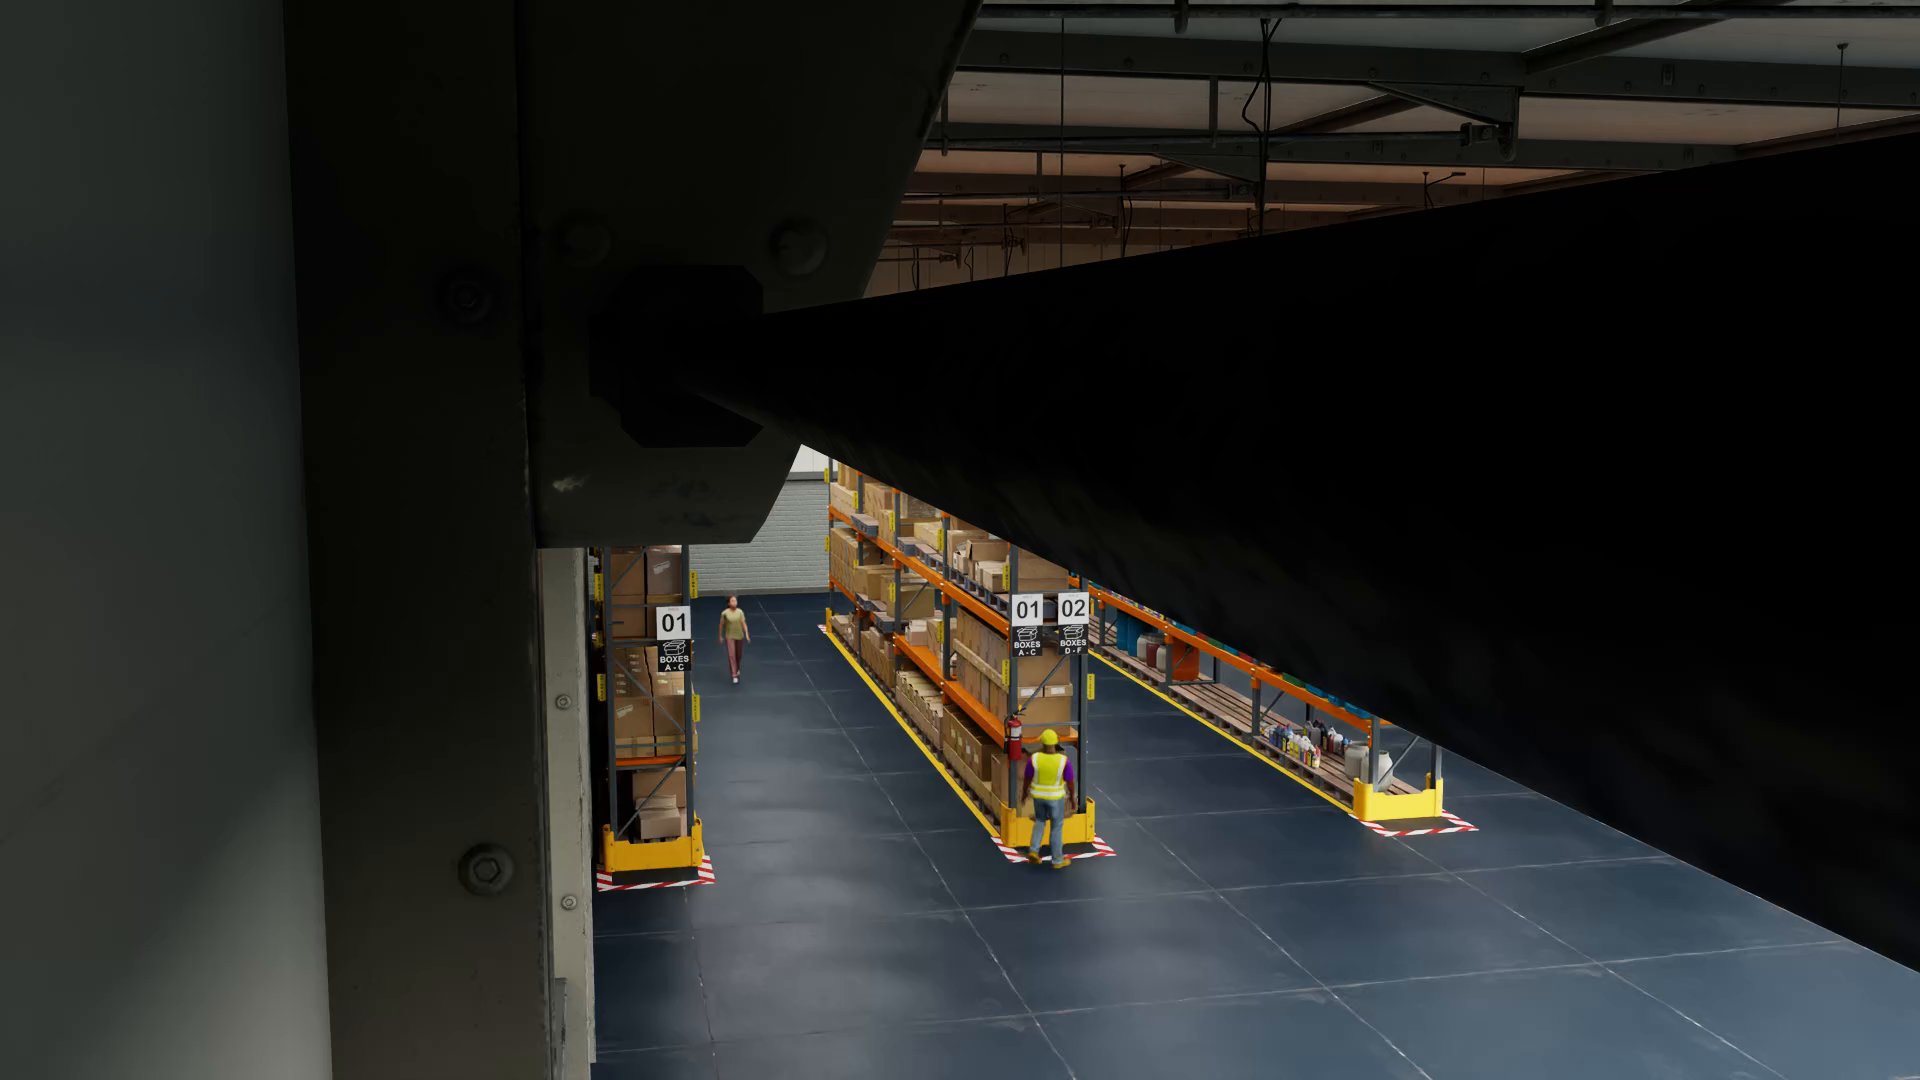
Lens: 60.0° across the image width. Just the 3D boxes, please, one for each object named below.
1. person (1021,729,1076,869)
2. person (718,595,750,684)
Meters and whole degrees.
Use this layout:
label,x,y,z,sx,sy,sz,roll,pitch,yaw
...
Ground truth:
label,x,y,z,sx,sy,sz,roll,pitch,yaw
person,1.059,3.099,20.010,0.670,1.742,0.582,3,8,27
person,-4.240,1.833,31.166,0.558,1.620,1.064,-2,7,-17
